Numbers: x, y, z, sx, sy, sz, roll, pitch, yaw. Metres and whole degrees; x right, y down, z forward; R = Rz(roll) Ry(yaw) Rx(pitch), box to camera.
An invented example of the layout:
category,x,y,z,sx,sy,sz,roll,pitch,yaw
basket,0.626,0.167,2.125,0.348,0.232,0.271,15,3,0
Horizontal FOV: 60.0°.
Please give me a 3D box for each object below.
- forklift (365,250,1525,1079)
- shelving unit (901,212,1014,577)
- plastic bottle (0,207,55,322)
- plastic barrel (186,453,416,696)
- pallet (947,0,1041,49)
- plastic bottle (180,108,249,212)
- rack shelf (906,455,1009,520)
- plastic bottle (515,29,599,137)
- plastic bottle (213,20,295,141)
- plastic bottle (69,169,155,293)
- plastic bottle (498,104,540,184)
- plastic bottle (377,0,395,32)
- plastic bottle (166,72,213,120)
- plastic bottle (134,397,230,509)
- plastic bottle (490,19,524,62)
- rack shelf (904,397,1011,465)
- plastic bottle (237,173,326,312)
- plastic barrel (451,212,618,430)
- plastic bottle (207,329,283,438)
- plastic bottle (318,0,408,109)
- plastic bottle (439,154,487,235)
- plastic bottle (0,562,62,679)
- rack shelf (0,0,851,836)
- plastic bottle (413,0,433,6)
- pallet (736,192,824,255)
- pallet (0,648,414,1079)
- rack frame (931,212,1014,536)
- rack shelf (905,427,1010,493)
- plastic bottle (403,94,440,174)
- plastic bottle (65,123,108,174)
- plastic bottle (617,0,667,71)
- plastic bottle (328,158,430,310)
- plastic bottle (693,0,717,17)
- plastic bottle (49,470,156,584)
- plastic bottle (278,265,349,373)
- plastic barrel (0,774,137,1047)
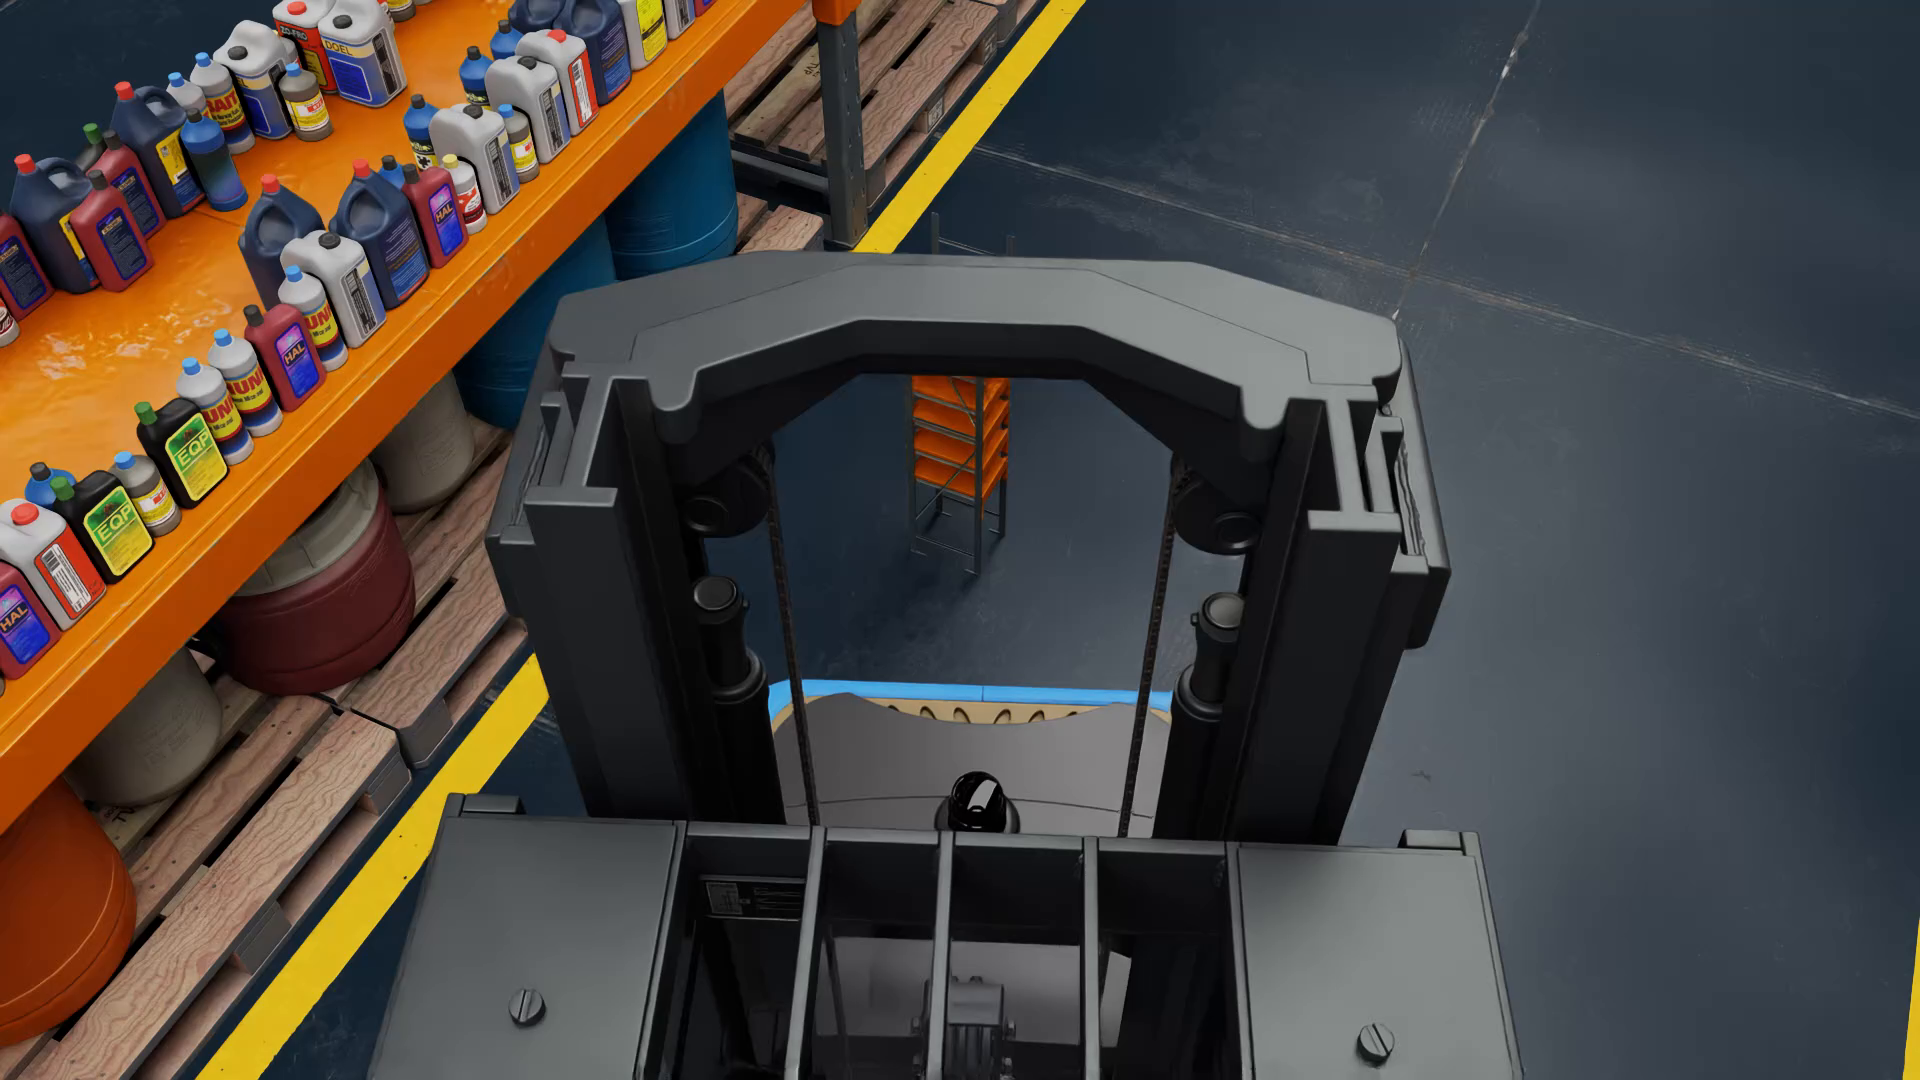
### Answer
category,x,y,z,sx,sy,sz,roll,pitch,yaw
forklift,-0.015,1.183,2.319,1.130,2.935,3.031,2,50,2
shelving unit,-0.006,-0.379,4.785,0.258,1.200,0.189,20,52,16
plastic bottle,-2.255,-0.663,3.921,0.061,0.283,0.133,20,52,16
plastic barrel,-1.854,0.029,4.563,0.600,0.588,0.708,20,52,16
pallet,-0.022,-2.709,7.416,1.003,0.211,1.213,20,52,16
plastic bottle,-1.885,-0.965,4.186,0.097,0.271,0.097,0,50,0
rack shelf,-0.006,-0.195,5.001,0.258,0.103,0.180,20,52,16
plastic bottle,-1.069,-1.235,4.413,0.152,0.276,0.135,20,52,16
plastic bottle,-1.858,-1.218,4.399,0.152,0.276,0.135,20,52,16
plastic bottle,-2.045,-0.743,3.989,0.061,0.283,0.133,20,52,16
plastic bottle,-1.151,-1.029,4.287,0.097,0.201,0.097,0,50,0
plastic bottle,-1.677,-1.534,4.717,0.097,0.201,0.097,0,50,0
plastic bottle,-1.974,-1.079,4.283,0.097,0.271,0.097,0,50,0
plastic bottle,-1.658,-0.206,3.532,0.061,0.283,0.133,20,52,16
plastic bottle,-1.190,-1.261,4.438,0.097,0.271,0.097,0,50,0
rack shelf,-0.006,-0.350,4.818,0.258,0.103,0.180,20,52,16
plastic bottle,-1.584,-0.693,3.903,0.144,0.351,0.185,20,52,16
plastic barrel,-1.372,-0.850,5.106,0.600,0.901,0.708,20,52,16
plastic bottle,-1.584,-0.355,3.667,0.097,0.271,0.097,0,50,0
plastic bottle,-1.622,-1.328,4.492,0.152,0.276,0.135,20,52,16
plastic bottle,-1.250,-0.870,4.151,0.097,0.201,0.097,0,50,0
plastic bottle,-1.871,0.137,3.240,0.061,0.283,0.133,20,52,16
rack shelf,-1.676,-0.640,4.298,1.077,0.370,4.000,20,52,16
plastic bottle,-1.594,-1.691,4.804,0.097,0.271,0.097,0,50,0
pallet,-1.189,-0.829,5.817,1.003,0.211,1.213,20,52,16
pallet,-2.231,0.851,4.387,1.003,0.211,1.213,20,52,16
rack frame,0.033,-0.442,4.838,0.240,1.200,0.006,20,52,16
rack shelf,-0.006,-0.272,4.910,0.258,0.103,0.180,20,52,16
plastic bottle,-1.346,-1.009,4.223,0.097,0.271,0.097,0,50,0
plastic bottle,-2.119,-0.882,4.107,0.061,0.283,0.133,20,52,16
plastic bottle,-0.918,-1.495,4.585,0.144,0.351,0.185,20,52,16
plastic bottle,-1.389,-0.737,3.940,0.144,0.351,0.185,20,52,16
plastic bottle,-0.755,-1.662,4.771,0.061,0.283,0.133,20,52,16
plastic bottle,-1.757,-0.047,3.397,0.061,0.283,0.133,20,52,16
plastic bottle,-1.485,-0.513,3.802,0.097,0.271,0.097,0,50,0
plastic barrel,-2.337,0.729,3.810,0.600,0.830,0.708,20,52,16
